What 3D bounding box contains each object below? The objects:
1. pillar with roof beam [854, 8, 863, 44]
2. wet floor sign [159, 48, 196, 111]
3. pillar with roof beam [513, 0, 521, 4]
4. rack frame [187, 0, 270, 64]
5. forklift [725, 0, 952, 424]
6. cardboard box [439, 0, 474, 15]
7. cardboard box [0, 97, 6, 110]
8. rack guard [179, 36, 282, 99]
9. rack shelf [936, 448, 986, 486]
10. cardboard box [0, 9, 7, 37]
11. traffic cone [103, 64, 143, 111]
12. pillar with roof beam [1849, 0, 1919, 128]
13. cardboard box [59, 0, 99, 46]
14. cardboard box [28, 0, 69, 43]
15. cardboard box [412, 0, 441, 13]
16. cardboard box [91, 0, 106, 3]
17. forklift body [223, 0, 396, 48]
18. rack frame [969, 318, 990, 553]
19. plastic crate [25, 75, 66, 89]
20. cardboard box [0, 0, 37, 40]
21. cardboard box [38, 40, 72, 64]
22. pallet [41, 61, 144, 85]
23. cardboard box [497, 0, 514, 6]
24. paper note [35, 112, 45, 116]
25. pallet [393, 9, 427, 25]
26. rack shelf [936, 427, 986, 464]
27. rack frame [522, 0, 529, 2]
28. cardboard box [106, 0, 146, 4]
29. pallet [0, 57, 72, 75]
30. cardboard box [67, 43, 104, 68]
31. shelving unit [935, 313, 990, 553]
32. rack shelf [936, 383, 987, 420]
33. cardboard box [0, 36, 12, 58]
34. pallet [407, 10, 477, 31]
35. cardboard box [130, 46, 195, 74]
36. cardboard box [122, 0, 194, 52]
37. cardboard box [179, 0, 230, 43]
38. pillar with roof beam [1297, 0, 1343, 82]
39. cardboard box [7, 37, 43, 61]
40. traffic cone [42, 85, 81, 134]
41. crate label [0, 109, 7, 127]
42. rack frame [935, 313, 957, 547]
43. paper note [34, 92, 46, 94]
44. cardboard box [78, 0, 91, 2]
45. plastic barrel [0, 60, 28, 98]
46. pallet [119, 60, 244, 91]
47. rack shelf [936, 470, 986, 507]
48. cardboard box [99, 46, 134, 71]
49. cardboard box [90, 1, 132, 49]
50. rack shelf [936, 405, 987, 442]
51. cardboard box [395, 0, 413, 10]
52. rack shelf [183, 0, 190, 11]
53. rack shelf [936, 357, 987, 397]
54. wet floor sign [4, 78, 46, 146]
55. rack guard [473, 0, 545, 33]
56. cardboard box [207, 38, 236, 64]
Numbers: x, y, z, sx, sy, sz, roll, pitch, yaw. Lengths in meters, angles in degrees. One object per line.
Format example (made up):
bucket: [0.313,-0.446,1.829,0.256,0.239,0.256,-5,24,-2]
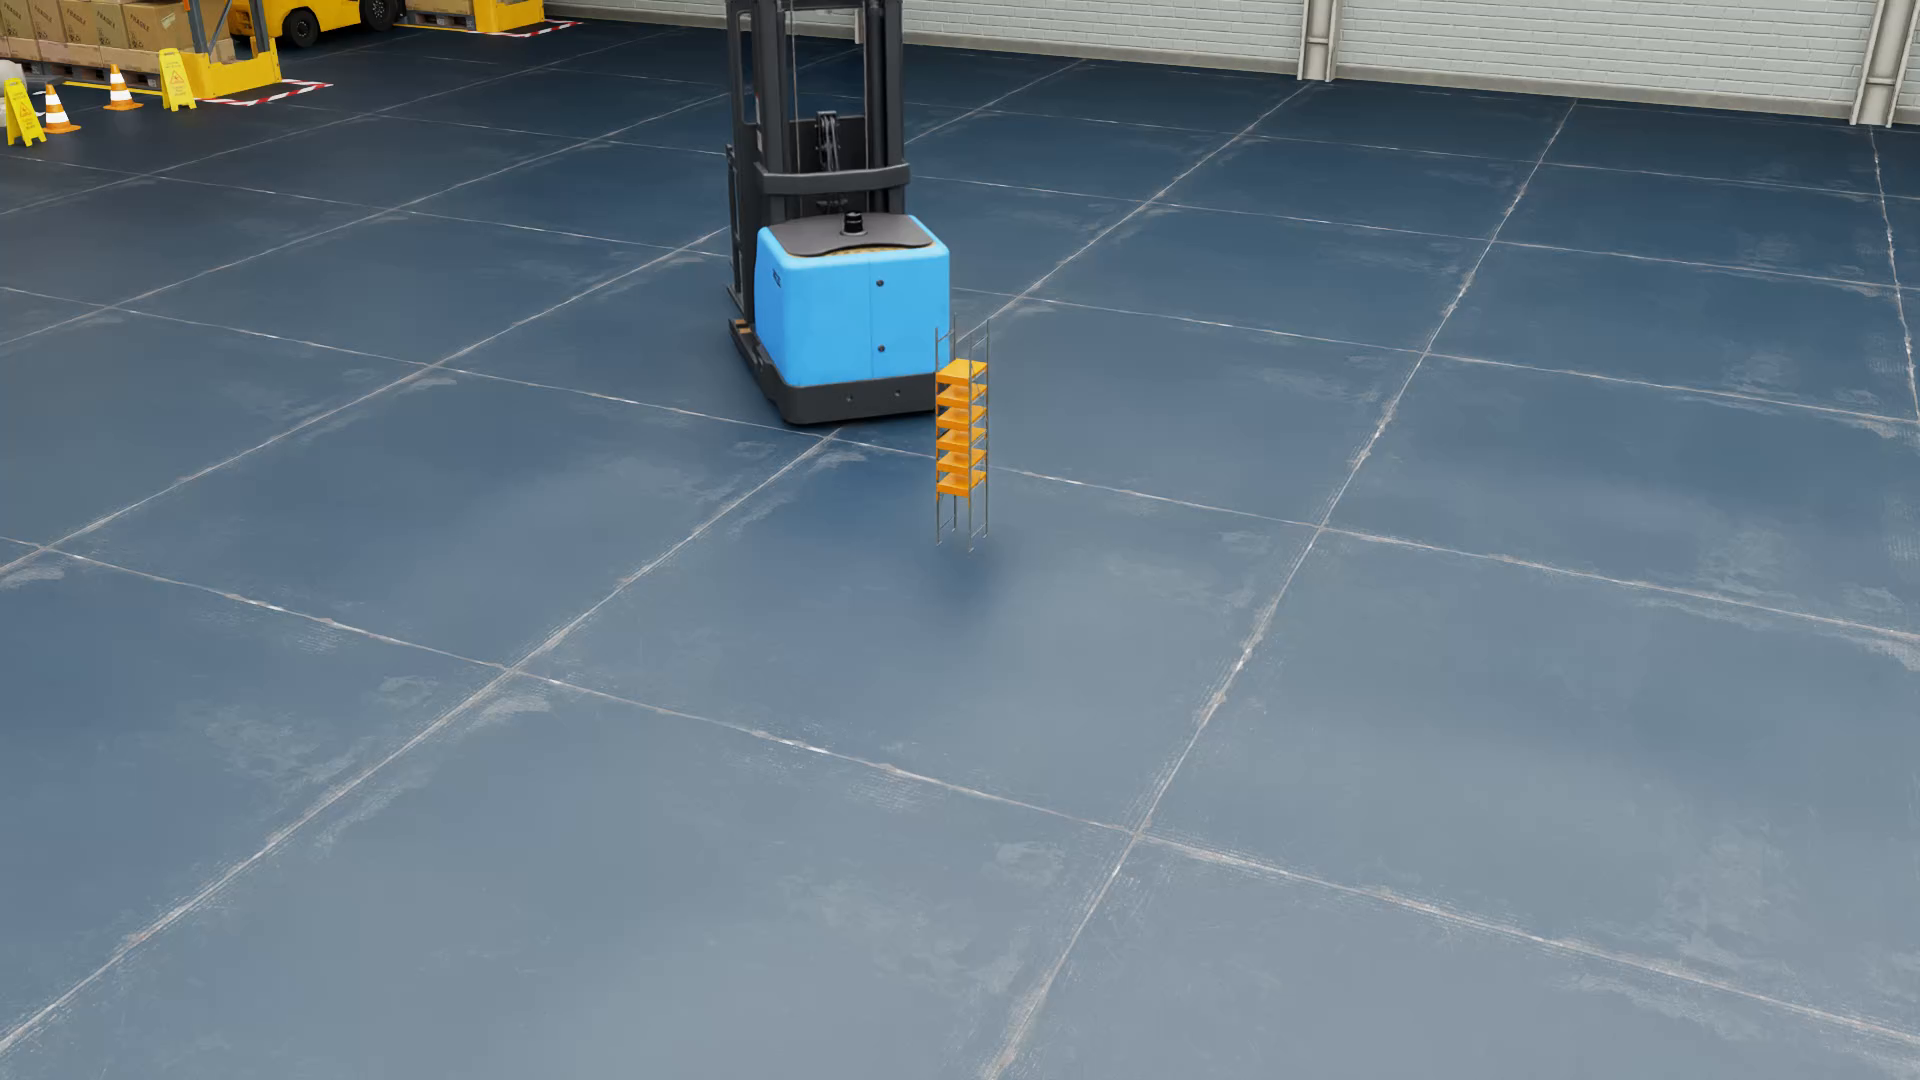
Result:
pillar with roof beam: [-2.947,-8.971,16.784,0.400,9.000,9.100,11,28,22]
wet floor sign: [-8.687,-5.100,18.379,0.232,0.644,0.267,23,35,39]
pillar with roof beam: [-8.409,-10.068,19.012,0.400,9.000,9.100,11,28,22]
rack frame: [-8.417,-6.622,18.803,0.127,3.000,1.000,11,28,22]
forklift: [-0.967,-2.642,10.797,1.130,2.935,3.031,-8,27,-15]
cardboard box: [-6.925,-7.532,23.290,0.500,0.250,0.500,12,28,22]
cardboard box: [-10.446,-4.770,18.270,0.380,0.149,0.250,-18,31,-31]
rack guard: [-8.487,-5.514,19.384,0.348,0.500,1.175,11,28,22]
rack shelf: [0.013,-0.388,8.552,0.180,0.103,0.258,11,28,22]
cardboard box: [-11.633,-6.428,20.198,0.500,0.500,0.500,13,29,24]
traffic cone: [-9.343,-5.043,18.470,0.334,0.463,0.336,11,28,22]
pillar with roof beam: [7.977,-6.777,12.328,0.400,9.000,9.100,11,28,22]
cardboard box: [-10.188,-6.144,19.621,0.500,0.500,0.500,11,28,21]
cardboard box: [-10.670,-6.239,19.815,0.500,0.500,0.500,13,29,24]
cardboard box: [-7.373,-7.627,23.482,0.500,0.250,0.500,11,28,22]
cardboard box: [-9.844,-6.333,19.271,0.250,0.149,0.380,12,29,23]
forklift body: [-8.848,-7.851,22.260,1.214,2.155,2.313,11,28,22]
rack frame: [0.096,-0.519,8.446,0.006,1.200,0.240,11,28,22]
plastic crate: [-10.969,-5.426,19.681,0.583,0.080,0.402,2,26,4]
cardboard box: [-11.141,-6.335,20.009,0.500,0.500,0.500,13,29,24]
cardboard box: [-10.659,-5.902,19.980,0.500,0.250,0.500,11,28,21]
pallet: [-10.318,-5.771,20.232,1.213,0.211,1.003,11,28,22]
cardboard box: [-6.732,-7.741,23.715,0.500,0.250,0.500,11,28,22]
paper note: [-10.102,-4.662,18.185,0.142,0.019,0.148,2,26,4]
pallet: [-8.186,-7.714,24.178,1.213,0.211,1.003,11,28,22]
rack shelf: [0.013,-0.496,8.499,0.180,0.103,0.258,11,28,22]
rack frame: [-6.366,-8.618,22.859,0.127,3.000,1.000,11,28,22]
cardboard box: [-9.617,-6.286,19.175,0.250,0.149,0.380,12,29,23]
pallet: [-11.433,-5.993,20.684,1.213,0.211,1.003,11,28,22]
cardboard box: [-10.212,-5.807,19.787,0.500,0.250,0.500,10,28,20]
shelving unit: [0.013,-0.536,8.480,0.189,1.200,0.258,11,28,22]
rack shelf: [0.013,-0.711,8.393,0.180,0.103,0.258,11,28,22]
cardboard box: [-11.633,-6.091,20.364,0.500,0.250,0.500,10,28,19]
pallet: [-7.080,-7.490,23.724,1.213,0.211,1.003,11,28,22]
cardboard box: [-9.287,-5.620,19.407,0.500,0.250,0.500,11,28,22]
cardboard box: [-9.255,-5.954,19.237,0.500,0.500,0.500,12,28,22]
cardboard box: [-9.059,-6.176,19.686,0.500,0.500,0.500,10,28,20]
pillar with roof beam: [2.515,-7.874,14.556,0.400,9.000,9.100,11,28,22]
cardboard box: [-11.143,-5.998,20.175,0.500,0.250,0.500,13,29,25]
traffic cone: [-9.493,-4.535,17.437,0.334,0.463,0.336,11,28,22]
crate label: [-10.234,-4.508,17.750,0.298,0.136,0.250,-2,26,-5]
rack frame: [-0.070,-0.552,8.514,0.006,1.200,0.240,11,28,22]
paper note: [-10.626,-5.183,19.242,0.148,0.019,0.142,2,26,4]
cardboard box: [-10.083,-6.382,19.370,0.250,0.149,0.380,13,29,24]
plastic barrel: [-10.924,-5.235,18.903,0.512,0.421,0.421,-12,29,-23]
pallet: [-9.212,-5.547,19.778,1.213,0.211,1.003,11,28,22]
rack shelf: [0.013,-0.280,8.605,0.180,0.103,0.258,11,28,22]
cardboard box: [-9.733,-5.714,19.597,0.500,0.250,0.500,11,28,22]
cardboard box: [-9.731,-6.049,19.428,0.500,0.500,0.500,12,29,24]
rack shelf: [0.013,-0.603,8.446,0.180,0.103,0.258,11,28,22]
cardboard box: [-7.825,-7.722,23.675,0.500,0.250,0.500,12,29,22]
rack shelf: [-10.238,-6.665,19.705,4.000,0.370,1.077,11,28,22]
rack shelf: [0.013,-0.819,8.340,0.180,0.103,0.258,11,28,22]
wet floor sign: [-9.529,-4.347,16.850,0.232,0.644,0.267,6,27,13]
rack guard: [-6.344,-7.492,23.402,0.348,0.500,1.175,11,28,22]
cardboard box: [-9.037,-5.835,19.843,0.500,0.250,0.500,11,28,21]
